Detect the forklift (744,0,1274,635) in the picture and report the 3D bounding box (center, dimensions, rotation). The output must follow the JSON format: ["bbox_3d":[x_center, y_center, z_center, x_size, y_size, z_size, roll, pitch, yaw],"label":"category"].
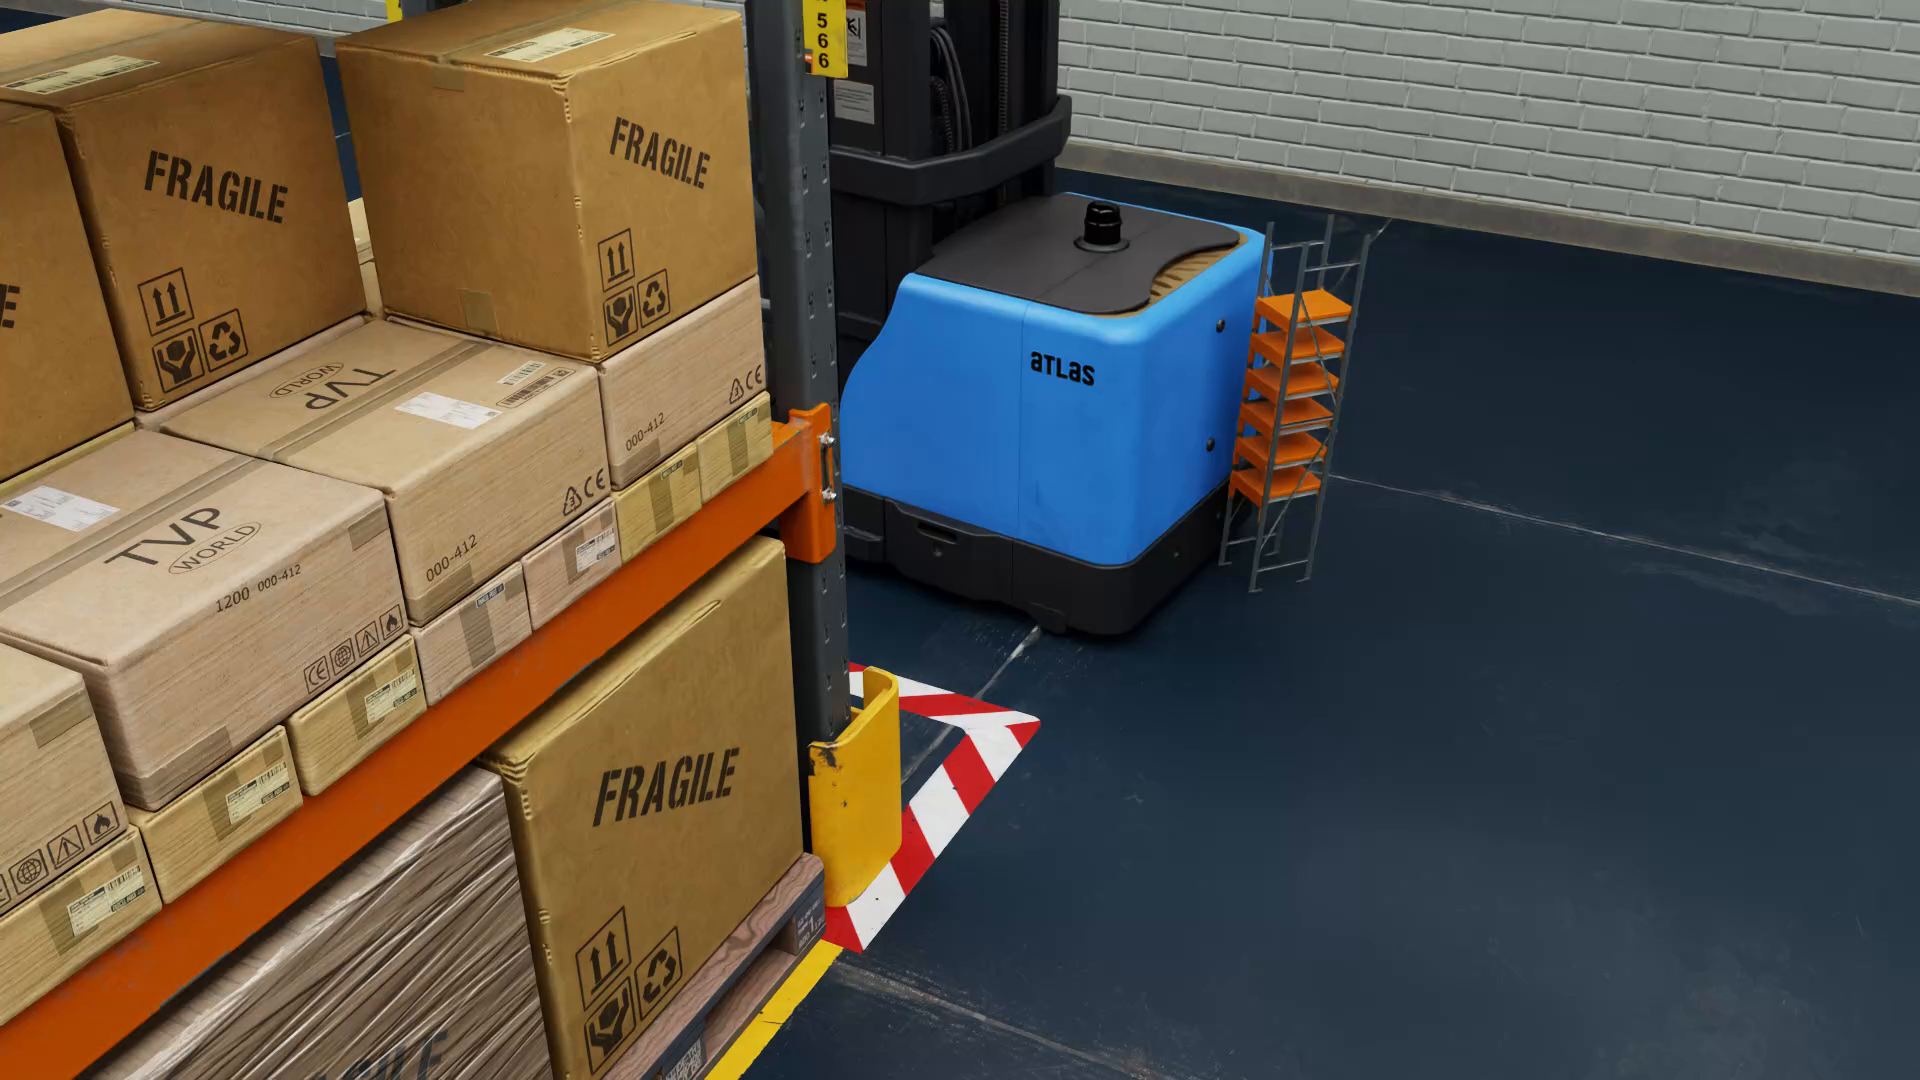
[{"bbox_3d":[-0.493,-1.530,5.471,3.031,2.935,1.130,18,35,29],"label":"forklift"}]

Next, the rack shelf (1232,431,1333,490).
[{"bbox_3d":[1.031,-0.266,5.324,0.258,0.103,0.180,-11,33,-22],"label":"rack shelf"}]

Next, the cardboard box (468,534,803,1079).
[{"bbox_3d":[-0.960,0.471,3.629,0.875,0.875,0.875,14,33,23],"label":"cardboard box"}]

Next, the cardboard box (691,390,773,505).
[{"bbox_3d":[-0.608,-0.228,3.387,0.380,0.149,0.250,15,33,24],"label":"cardboard box"}]

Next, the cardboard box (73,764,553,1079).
[{"bbox_3d":[-1.374,0.875,2.926,0.875,0.875,0.875,14,33,23],"label":"cardboard box"}]

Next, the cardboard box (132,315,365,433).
[{"bbox_3d":[-1.429,-0.250,3.025,0.500,0.250,0.500,14,33,23],"label":"cardboard box"}]

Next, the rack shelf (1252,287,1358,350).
[{"bbox_3d":[1.053,-0.680,5.081,0.258,0.103,0.180,-11,33,-22],"label":"rack shelf"}]

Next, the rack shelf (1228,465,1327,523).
[{"bbox_3d":[1.026,-0.162,5.384,0.258,0.103,0.180,-11,33,-22],"label":"rack shelf"}]

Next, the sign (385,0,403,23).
[{"bbox_3d":[-1.231,-1.108,3.718,0.100,0.325,0.005,14,33,23],"label":"sign"}]

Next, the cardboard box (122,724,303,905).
[{"bbox_3d":[-1.190,0.340,2.398,0.380,0.149,0.250,14,33,23],"label":"cardboard box"}]

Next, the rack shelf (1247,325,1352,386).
[{"bbox_3d":[1.048,-0.576,5.142,0.258,0.103,0.180,-11,33,-22],"label":"rack shelf"}]

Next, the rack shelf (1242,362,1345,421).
[{"bbox_3d":[1.042,-0.473,5.202,0.258,0.103,0.180,-11,33,-22],"label":"rack shelf"}]

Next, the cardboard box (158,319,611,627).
[{"bbox_3d":[-0.955,-0.134,2.823,0.500,0.250,0.500,14,33,22],"label":"cardboard box"}]

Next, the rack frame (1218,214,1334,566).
[{"bbox_3d":[1.001,-0.451,5.311,0.240,1.200,0.006,-11,33,-22],"label":"rack frame"}]

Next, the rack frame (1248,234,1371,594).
[{"bbox_3d":[1.077,-0.364,5.170,0.240,1.200,0.006,-11,33,-22],"label":"rack frame"}]

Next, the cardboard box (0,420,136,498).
[{"bbox_3d":[-1.661,-0.028,2.639,0.500,0.250,0.500,13,32,22],"label":"cardboard box"}]

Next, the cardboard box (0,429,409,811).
[{"bbox_3d":[-1.187,0.092,2.430,0.500,0.250,0.500,13,32,22],"label":"cardboard box"}]

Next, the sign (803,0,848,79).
[{"bbox_3d":[-0.262,-1.045,3.157,0.100,0.325,0.005,14,33,23],"label":"sign"}]

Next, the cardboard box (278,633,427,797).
[{"bbox_3d":[-1.072,0.225,2.598,0.380,0.149,0.250,14,33,22],"label":"cardboard box"}]

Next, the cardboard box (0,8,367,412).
[{"bbox_3d":[-1.426,-0.586,2.857,0.500,0.500,0.500,13,33,22],"label":"cardboard box"}]

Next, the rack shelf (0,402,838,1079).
[{"bbox_3d":[-1.650,0.629,2.365,1.077,0.370,4.000,14,33,23],"label":"rack shelf"}]

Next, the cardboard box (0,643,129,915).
[{"bbox_3d":[-1.421,0.324,2.026,0.500,0.250,0.500,14,33,23],"label":"cardboard box"}]

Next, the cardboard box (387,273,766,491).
[{"bbox_3d":[-0.724,-0.359,3.214,0.500,0.250,0.500,14,33,23],"label":"cardboard box"}]

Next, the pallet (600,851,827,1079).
[{"bbox_3d":[-1.034,1.012,3.776,1.003,0.211,1.213,14,33,23],"label":"pallet"}]

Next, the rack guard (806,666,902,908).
[{"bbox_3d":[-0.728,0.504,4.371,1.175,0.500,0.348,14,33,23],"label":"rack guard"}]

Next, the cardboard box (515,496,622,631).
[{"bbox_3d":[-0.841,-0.001,2.992,0.380,0.149,0.250,14,33,23],"label":"cardboard box"}]

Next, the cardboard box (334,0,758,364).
[{"bbox_3d":[-0.727,-0.683,3.026,0.500,0.500,0.500,15,33,24],"label":"cardboard box"}]

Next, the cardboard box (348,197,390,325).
[{"bbox_3d":[-1.198,-0.482,3.429,0.500,0.250,0.500,13,32,22],"label":"cardboard box"}]

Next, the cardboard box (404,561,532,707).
[{"bbox_3d":[-0.956,0.109,2.800,0.380,0.149,0.250,15,33,24],"label":"cardboard box"}]

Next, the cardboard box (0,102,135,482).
[{"bbox_3d":[-1.657,-0.355,2.454,0.500,0.500,0.500,13,32,22],"label":"cardboard box"}]

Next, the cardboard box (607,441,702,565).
[{"bbox_3d":[-0.725,-0.113,3.186,0.380,0.149,0.250,15,33,24],"label":"cardboard box"}]

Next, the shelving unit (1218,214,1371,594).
[{"bbox_3d":[1.039,-0.408,5.241,0.258,1.200,0.189,-11,33,-22],"label":"shelving unit"}]

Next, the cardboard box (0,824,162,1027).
[{"bbox_3d":[-1.305,0.449,2.207,0.380,0.149,0.250,15,33,24],"label":"cardboard box"}]

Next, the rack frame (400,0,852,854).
[{"bbox_3d":[-0.739,-0.570,3.730,1.000,3.000,0.127,14,33,23],"label":"rack frame"}]

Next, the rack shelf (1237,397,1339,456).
[{"bbox_3d":[1.037,-0.369,5.263,0.258,0.103,0.180,-11,33,-22],"label":"rack shelf"}]
